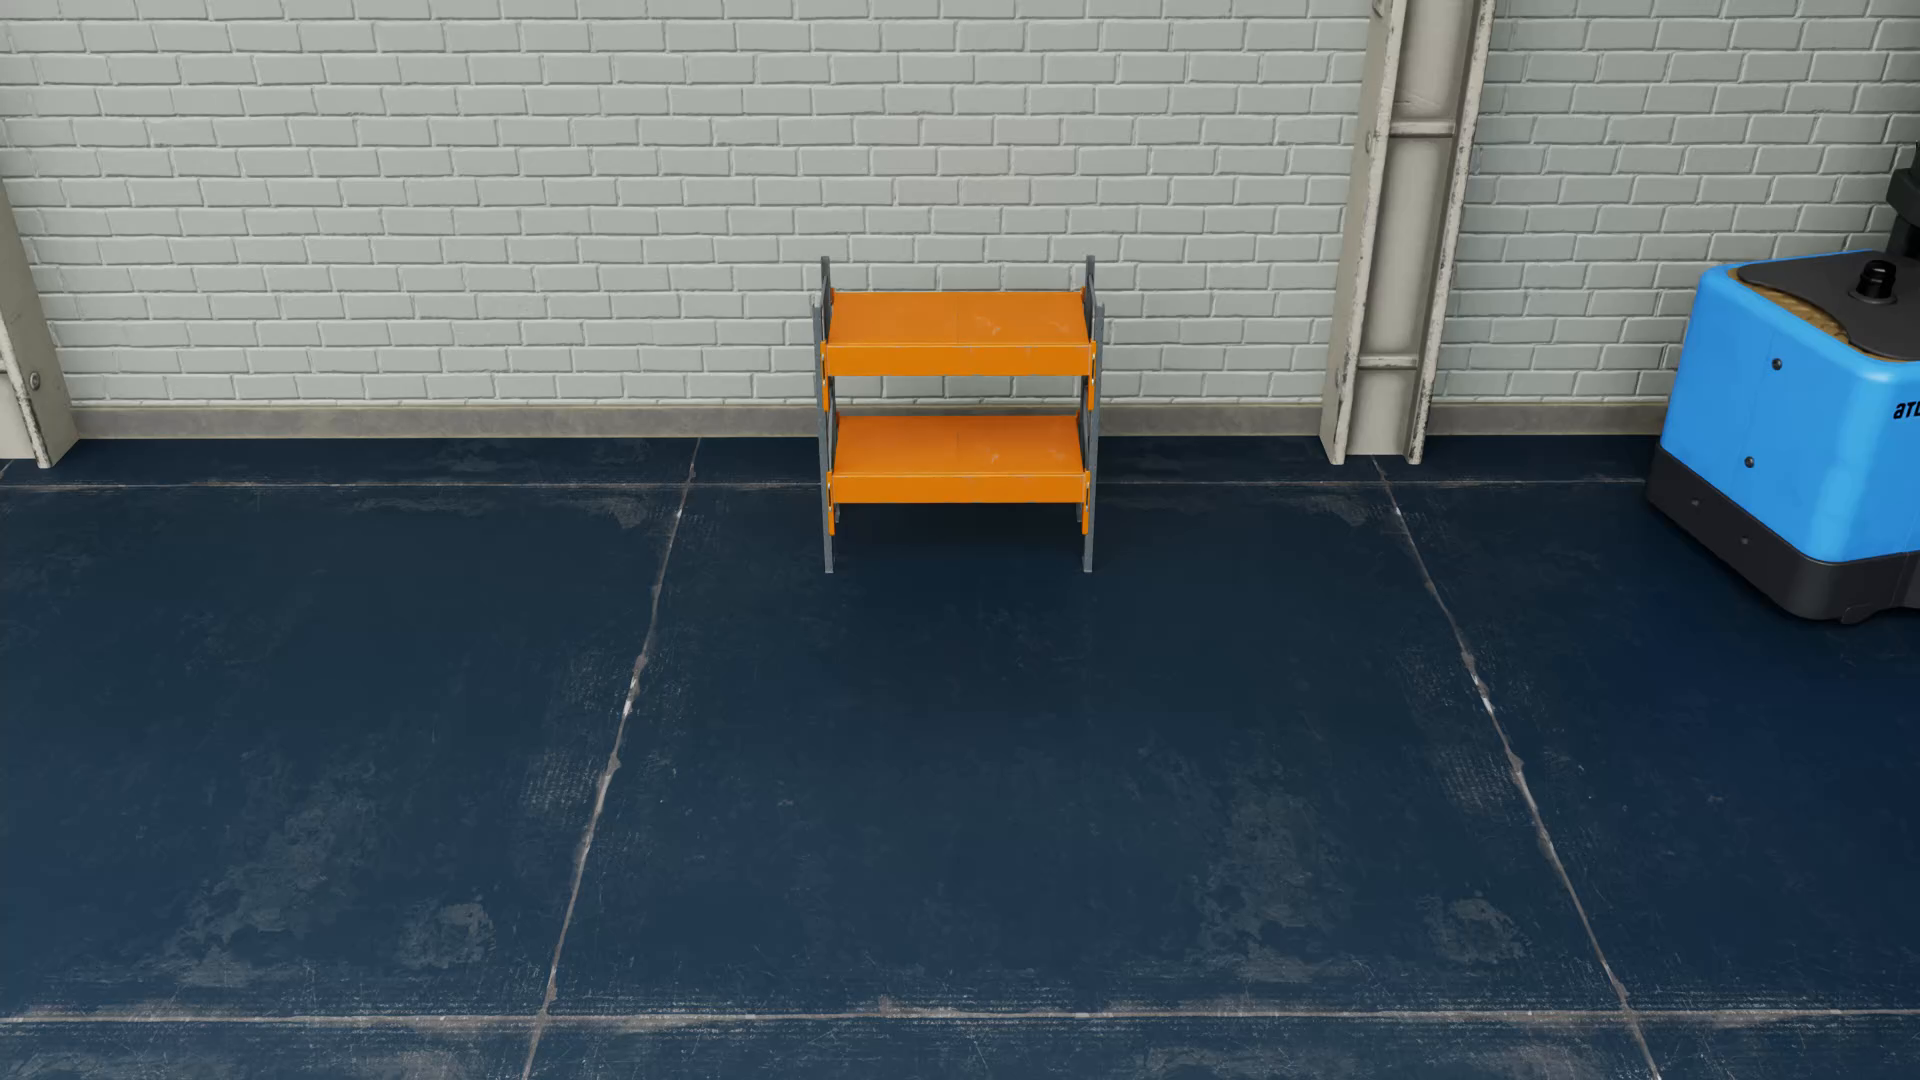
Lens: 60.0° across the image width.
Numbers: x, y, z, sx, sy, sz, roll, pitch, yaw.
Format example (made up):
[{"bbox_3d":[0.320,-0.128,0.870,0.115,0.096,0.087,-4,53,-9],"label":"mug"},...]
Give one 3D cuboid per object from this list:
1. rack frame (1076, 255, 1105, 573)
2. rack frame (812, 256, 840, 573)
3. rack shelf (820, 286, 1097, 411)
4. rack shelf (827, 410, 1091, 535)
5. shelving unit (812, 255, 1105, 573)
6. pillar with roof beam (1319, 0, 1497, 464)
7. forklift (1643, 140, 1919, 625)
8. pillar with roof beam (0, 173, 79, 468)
[{"bbox_3d":[0.502,-0.482,6.461,0.032,1.125,0.500,0,31,0],"label":"rack frame"},{"bbox_3d":[-0.515,-0.479,6.456,0.032,1.125,0.500,0,31,0],"label":"rack frame"},{"bbox_3d":[-0.007,-0.731,6.306,1.000,0.278,0.538,0,31,0],"label":"rack shelf"},{"bbox_3d":[-0.007,-0.272,6.585,1.000,0.278,0.538,0,31,0],"label":"rack shelf"},{"bbox_3d":[-0.007,-0.481,6.458,1.048,1.125,0.538,0,31,0],"label":"shelving unit"},{"bbox_3d":[1.853,-2.027,1.416,0.400,9.000,9.100,0,31,0],"label":"pillar with roof beam"},{"bbox_3d":[4.419,-1.349,6.147,3.031,2.935,1.130,-8,32,-13],"label":"forklift"},{"bbox_3d":[-4.147,-2.008,1.385,0.400,9.000,9.100,0,31,0],"label":"pillar with roof beam"}]
